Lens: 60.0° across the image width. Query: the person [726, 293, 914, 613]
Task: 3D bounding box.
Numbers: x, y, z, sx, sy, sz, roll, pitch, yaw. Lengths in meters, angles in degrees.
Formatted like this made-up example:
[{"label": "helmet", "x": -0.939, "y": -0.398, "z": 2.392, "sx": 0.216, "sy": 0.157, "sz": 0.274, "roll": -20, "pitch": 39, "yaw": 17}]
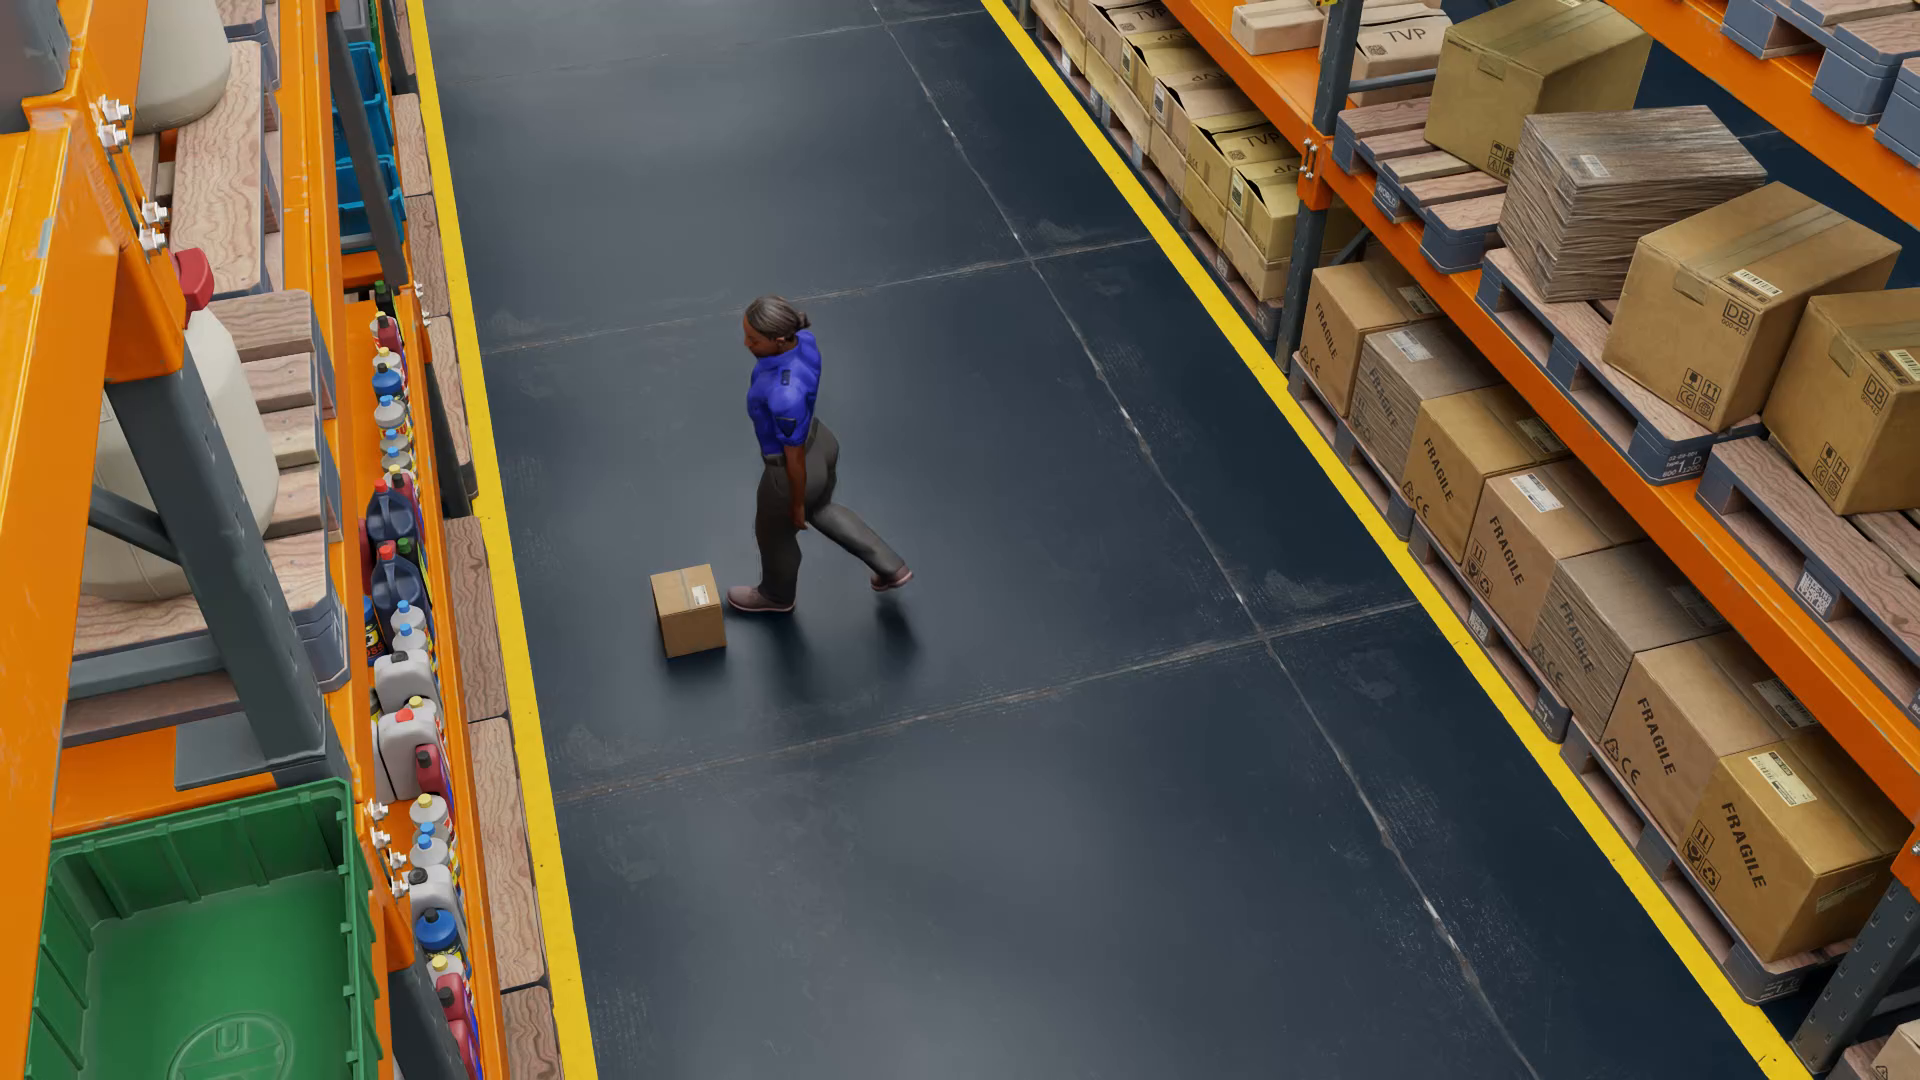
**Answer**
[{"label": "person", "x": -0.594, "y": -0.305, "z": 6.488, "sx": 0.805, "sy": 1.637, "sz": 0.519, "roll": 6, "pitch": 43, "yaw": 7}]
